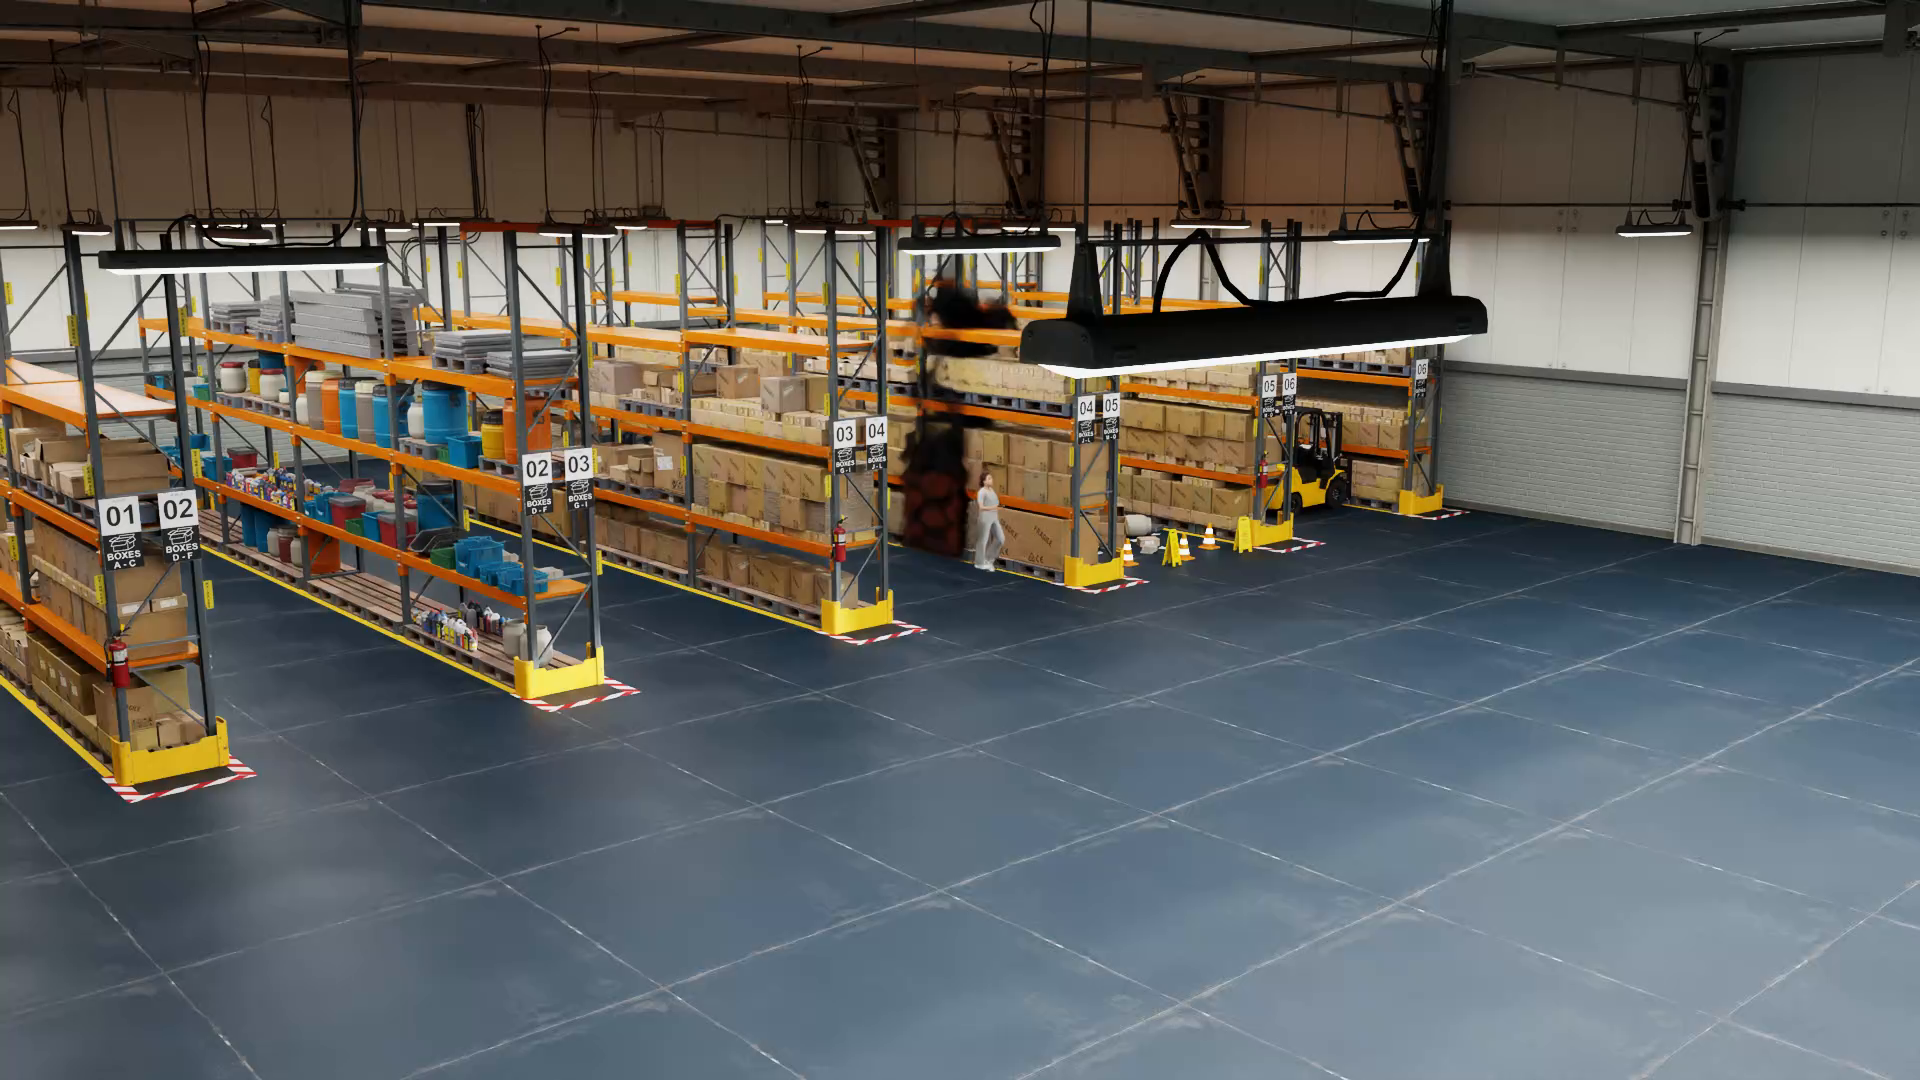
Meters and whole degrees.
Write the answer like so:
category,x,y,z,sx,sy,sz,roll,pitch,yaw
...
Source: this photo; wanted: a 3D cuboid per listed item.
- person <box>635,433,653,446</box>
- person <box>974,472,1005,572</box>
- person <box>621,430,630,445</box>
category,x,y,z,sx,sy,sz,roll,pitch,yaw
person,-7.874,-2.805,41.485,0.622,1.748,0.670,7,13,30
person,0.515,-0.289,27.724,0.613,1.709,0.548,8,14,35
person,-8.285,-2.737,41.524,0.525,1.540,0.532,9,14,37
